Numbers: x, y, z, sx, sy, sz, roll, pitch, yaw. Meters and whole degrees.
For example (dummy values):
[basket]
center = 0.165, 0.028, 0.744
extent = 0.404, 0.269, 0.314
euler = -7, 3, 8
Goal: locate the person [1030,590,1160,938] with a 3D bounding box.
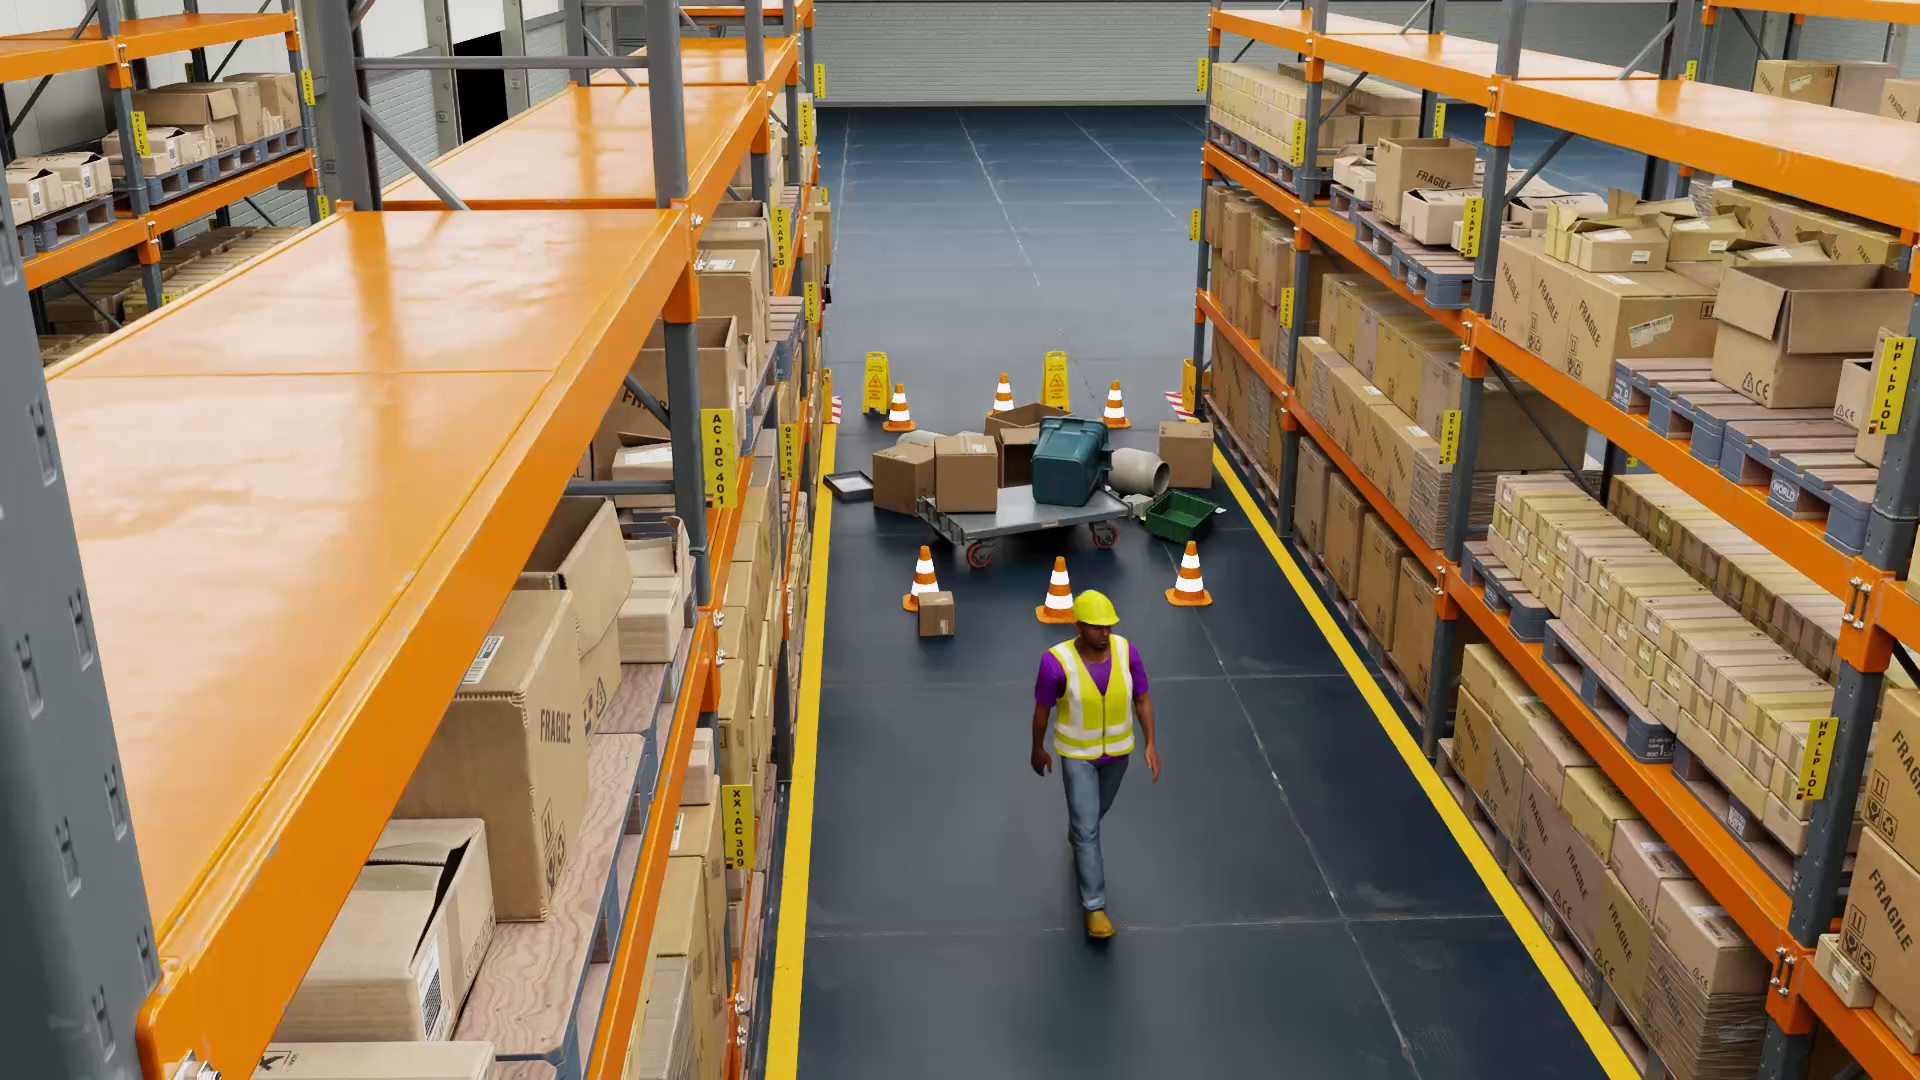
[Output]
[person]
center = 0.711, 1.092, 8.601
extent = 0.606, 1.724, 1.033
euler = -6, 21, -16
